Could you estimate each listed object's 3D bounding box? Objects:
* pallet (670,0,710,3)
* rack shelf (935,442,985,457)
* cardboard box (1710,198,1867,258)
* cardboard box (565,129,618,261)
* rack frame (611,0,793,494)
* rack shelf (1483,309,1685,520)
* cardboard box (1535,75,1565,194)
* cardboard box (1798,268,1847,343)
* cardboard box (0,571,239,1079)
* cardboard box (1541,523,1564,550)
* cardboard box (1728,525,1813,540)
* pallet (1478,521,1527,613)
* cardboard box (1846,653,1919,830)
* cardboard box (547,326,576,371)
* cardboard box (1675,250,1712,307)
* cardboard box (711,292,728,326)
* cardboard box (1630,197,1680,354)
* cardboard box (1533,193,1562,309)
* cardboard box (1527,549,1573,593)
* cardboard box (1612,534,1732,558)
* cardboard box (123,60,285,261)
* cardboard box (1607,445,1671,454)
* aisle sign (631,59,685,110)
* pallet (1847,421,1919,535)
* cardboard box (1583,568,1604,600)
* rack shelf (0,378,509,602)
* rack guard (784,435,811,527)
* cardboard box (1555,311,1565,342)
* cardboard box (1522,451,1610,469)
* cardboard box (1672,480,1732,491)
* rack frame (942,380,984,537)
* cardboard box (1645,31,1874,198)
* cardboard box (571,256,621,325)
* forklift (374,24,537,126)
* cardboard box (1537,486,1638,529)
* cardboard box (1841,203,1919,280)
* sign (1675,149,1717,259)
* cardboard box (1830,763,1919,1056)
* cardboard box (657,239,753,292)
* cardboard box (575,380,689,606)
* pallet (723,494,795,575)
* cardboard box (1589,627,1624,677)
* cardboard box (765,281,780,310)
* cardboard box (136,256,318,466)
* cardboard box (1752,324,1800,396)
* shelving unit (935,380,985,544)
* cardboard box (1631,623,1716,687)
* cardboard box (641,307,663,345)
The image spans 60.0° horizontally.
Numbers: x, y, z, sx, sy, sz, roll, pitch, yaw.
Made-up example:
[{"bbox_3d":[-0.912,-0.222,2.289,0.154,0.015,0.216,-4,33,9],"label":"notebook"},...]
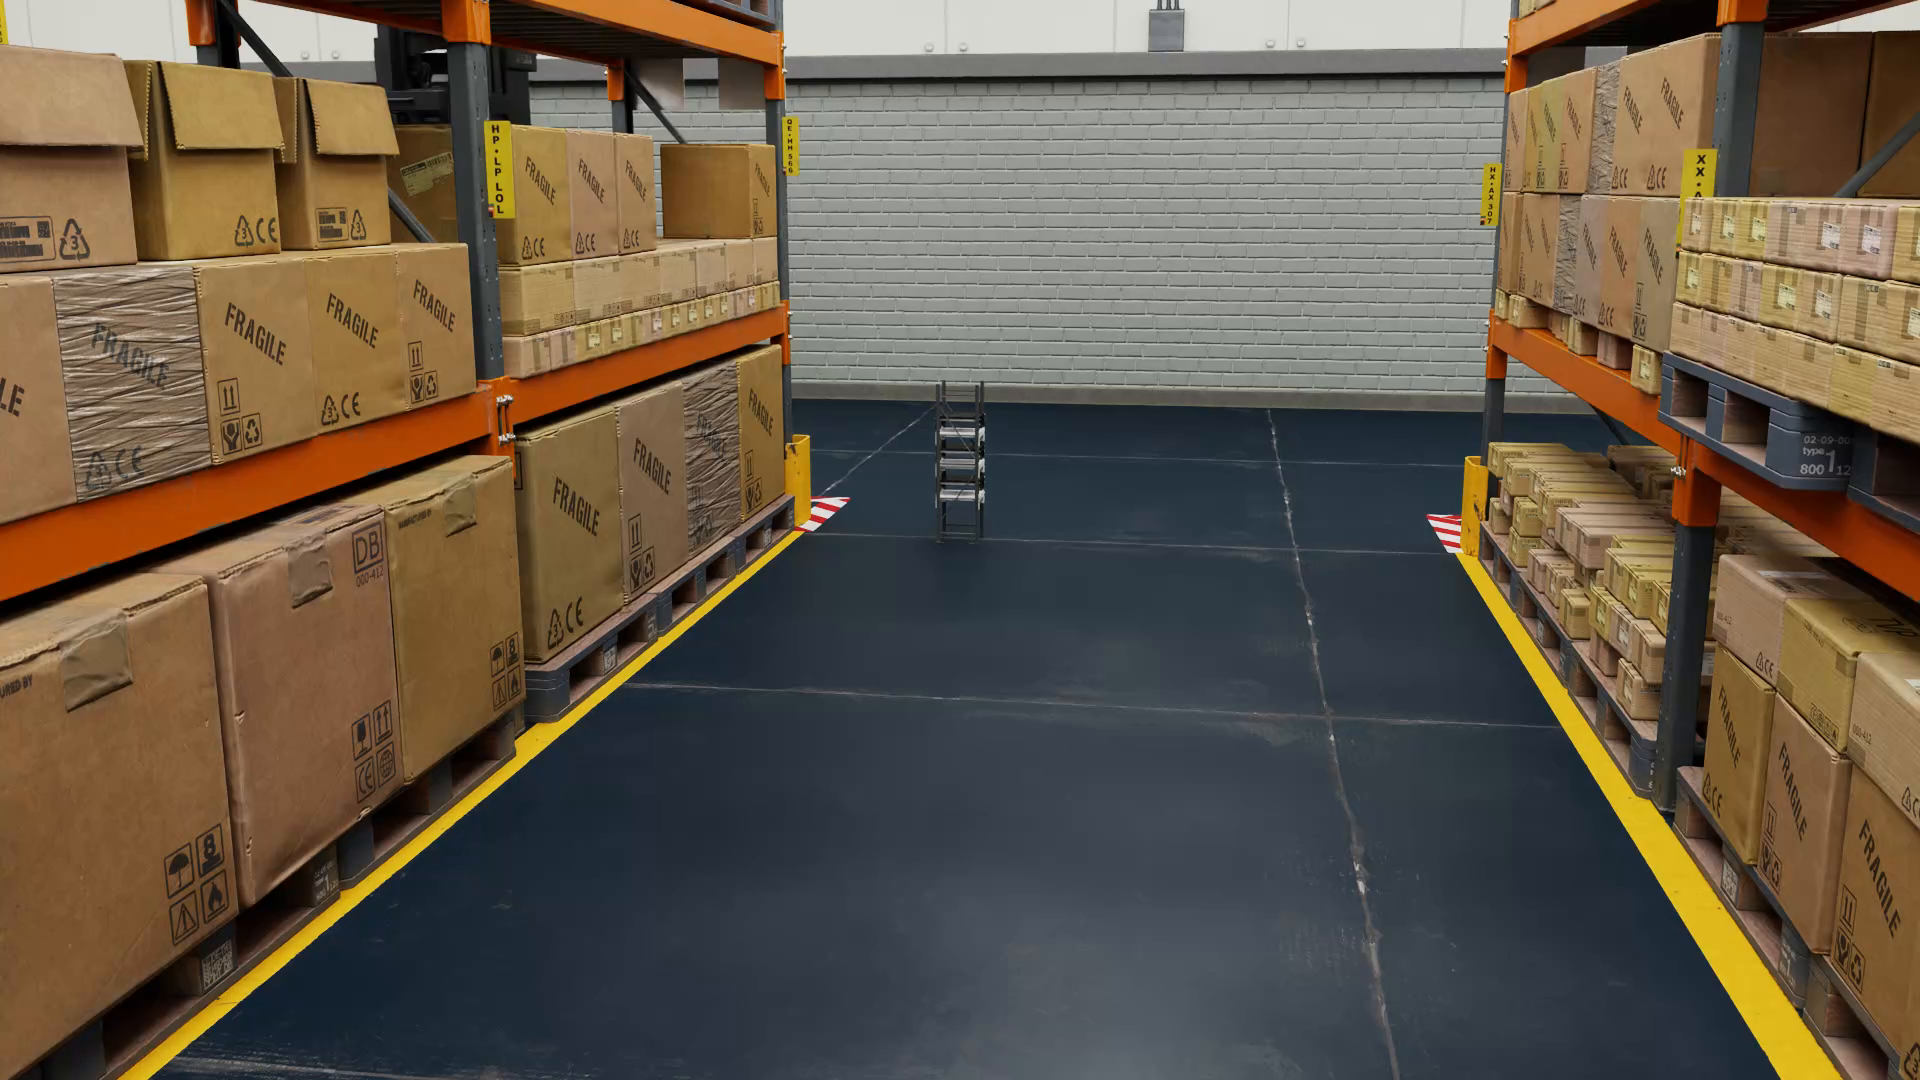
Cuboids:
[{"bbox_3d":[-1.794,-2.603,7.544,1.003,0.211,1.213,2,12,9],"label":"pallet"},{"bbox_3d":[0.001,-0.497,9.394,0.258,0.077,0.200,2,12,9],"label":"rack shelf"},{"bbox_3d":[2.214,-0.823,4.382,0.380,0.149,0.250,2,12,10],"label":"cardboard box"},{"bbox_3d":[-1.710,-1.390,6.691,0.500,0.500,0.500,2,12,9],"label":"cardboard box"},{"bbox_3d":[-1.504,-1.590,9.751,1.000,3.000,0.127,2,12,9],"label":"rack frame"},{"bbox_3d":[3.073,-0.640,7.051,1.077,0.370,4.000,2,12,9],"label":"rack shelf"},{"bbox_3d":[2.876,-1.794,7.379,0.500,0.500,0.500,2,12,7],"label":"cardboard box"},{"bbox_3d":[2.095,-0.518,3.671,0.380,0.149,0.250,2,12,11],"label":"cardboard box"},{"bbox_3d":[-2.463,0.580,3.726,1.225,0.875,0.875,2,12,9],"label":"cardboard box"},{"bbox_3d":[2.905,-0.047,7.657,0.380,0.149,0.250,1,12,6],"label":"cardboard box"},{"bbox_3d":[3.252,0.042,6.537,0.380,0.149,0.250,2,12,10],"label":"cardboard box"},{"bbox_3d":[3.209,0.139,8.348,1.003,0.211,1.213,2,12,9],"label":"pallet"},{"bbox_3d":[2.229,0.437,3.503,0.500,0.250,0.500,2,12,11],"label":"cardboard box"},{"bbox_3d":[-1.705,-0.740,6.403,0.380,0.149,0.250,1,12,7],"label":"cardboard box"},{"bbox_3d":[2.251,-0.736,4.683,0.380,0.149,0.250,2,12,10],"label":"cardboard box"},{"bbox_3d":[-1.390,-1.170,8.397,0.380,0.149,0.250,2,12,7],"label":"cardboard box"},{"bbox_3d":[2.561,-0.880,5.512,0.500,0.500,0.500,2,12,9],"label":"cardboard box"},{"bbox_3d":[2.894,-1.304,7.481,0.500,0.500,0.500,2,12,9],"label":"cardboard box"},{"bbox_3d":[2.776,0.143,7.481,0.380,0.149,0.250,1,12,6],"label":"cardboard box"},{"bbox_3d":[2.712,0.082,6.353,0.380,0.149,0.250,2,12,11],"label":"cardboard box"},{"bbox_3d":[-2.327,-1.021,4.491,0.797,0.503,0.637,2,12,9],"label":"cardboard box"},{"bbox_3d":[3.550,-0.392,8.551,0.380,0.149,0.250,2,12,9],"label":"cardboard box"},{"bbox_3d":[-1.790,-2.885,9.592,0.394,0.787,0.004,2,12,9],"label":"aisle sign"},{"bbox_3d":[2.415,-0.062,3.119,1.003,0.211,1.213,2,12,9],"label":"pallet"},{"bbox_3d":[2.709,0.176,6.622,0.380,0.149,0.250,2,12,10],"label":"cardboard box"},{"bbox_3d":[-2.427,0.011,4.031,1.077,0.370,4.000,2,12,9],"label":"rack shelf"},{"bbox_3d":[-1.501,-0.373,10.037,1.175,0.500,0.348,2,12,9],"label":"rack guard"},{"bbox_3d":[2.878,-0.955,7.403,0.380,0.149,0.250,2,12,8],"label":"cardboard box"},{"bbox_3d":[3.041,-0.351,8.362,0.380,0.149,0.250,2,12,10],"label":"cardboard box"},{"bbox_3d":[3.451,-0.174,7.540,0.380,0.149,0.250,2,12,11],"label":"cardboard box"},{"bbox_3d":[0.017,-0.463,9.505,0.240,0.900,0.006,2,12,9],"label":"rack frame"},{"bbox_3d":[2.571,-1.365,5.391,0.500,0.500,0.500,1,12,7],"label":"cardboard box"},{"bbox_3d":[-1.707,-1.022,6.766,0.500,0.250,0.500,2,12,8],"label":"cardboard box"},{"bbox_3d":[-3.235,-1.590,9.913,1.130,2.935,3.031,3,13,15],"label":"forklift"},{"bbox_3d":[2.782,-0.138,7.372,0.380,0.149,0.250,2,12,10],"label":"cardboard box"},{"bbox_3d":[2.053,-0.613,3.403,0.380,0.149,0.250,2,12,11],"label":"cardboard box"},{"bbox_3d":[2.228,-1.015,5.027,0.100,0.325,0.005,2,12,9],"label":"sign"},{"bbox_3d":[2.243,0.806,3.570,0.500,0.500,0.500,2,12,10],"label":"cardboard box"},{"bbox_3d":[-1.395,-1.447,8.737,0.500,0.250,0.500,2,12,8],"label":"cardboard box"},{"bbox_3d":[-1.801,-0.246,7.562,0.875,0.875,0.875,2,12,9],"label":"cardboard box"},{"bbox_3d":[-1.550,-0.058,9.260,1.003,0.211,1.213,2,12,9],"label":"pallet"},{"bbox_3d":[2.589,0.412,6.233,0.380,0.149,0.250,1,12,7],"label":"cardboard box"},{"bbox_3d":[-1.234,-1.382,9.384,0.380,0.149,0.250,2,12,10],"label":"cardboard box"},{"bbox_3d":[-2.078,-0.488,4.401,0.500,0.500,0.500,2,12,8],"label":"cardboard box"},{"bbox_3d":[2.132,-0.429,3.963,0.380,0.149,0.250,2,12,9],"label":"cardboard box"},{"bbox_3d":[0.001,-0.442,9.406,0.258,0.900,0.210,2,12,9],"label":"shelving unit"},{"bbox_3d":[2.500,0.392,5.621,0.380,0.149,0.250,2,12,10],"label":"cardboard box"},{"bbox_3d":[-1.547,-0.955,7.401,0.380,0.149,0.250,2,12,9],"label":"cardboard box"}]
